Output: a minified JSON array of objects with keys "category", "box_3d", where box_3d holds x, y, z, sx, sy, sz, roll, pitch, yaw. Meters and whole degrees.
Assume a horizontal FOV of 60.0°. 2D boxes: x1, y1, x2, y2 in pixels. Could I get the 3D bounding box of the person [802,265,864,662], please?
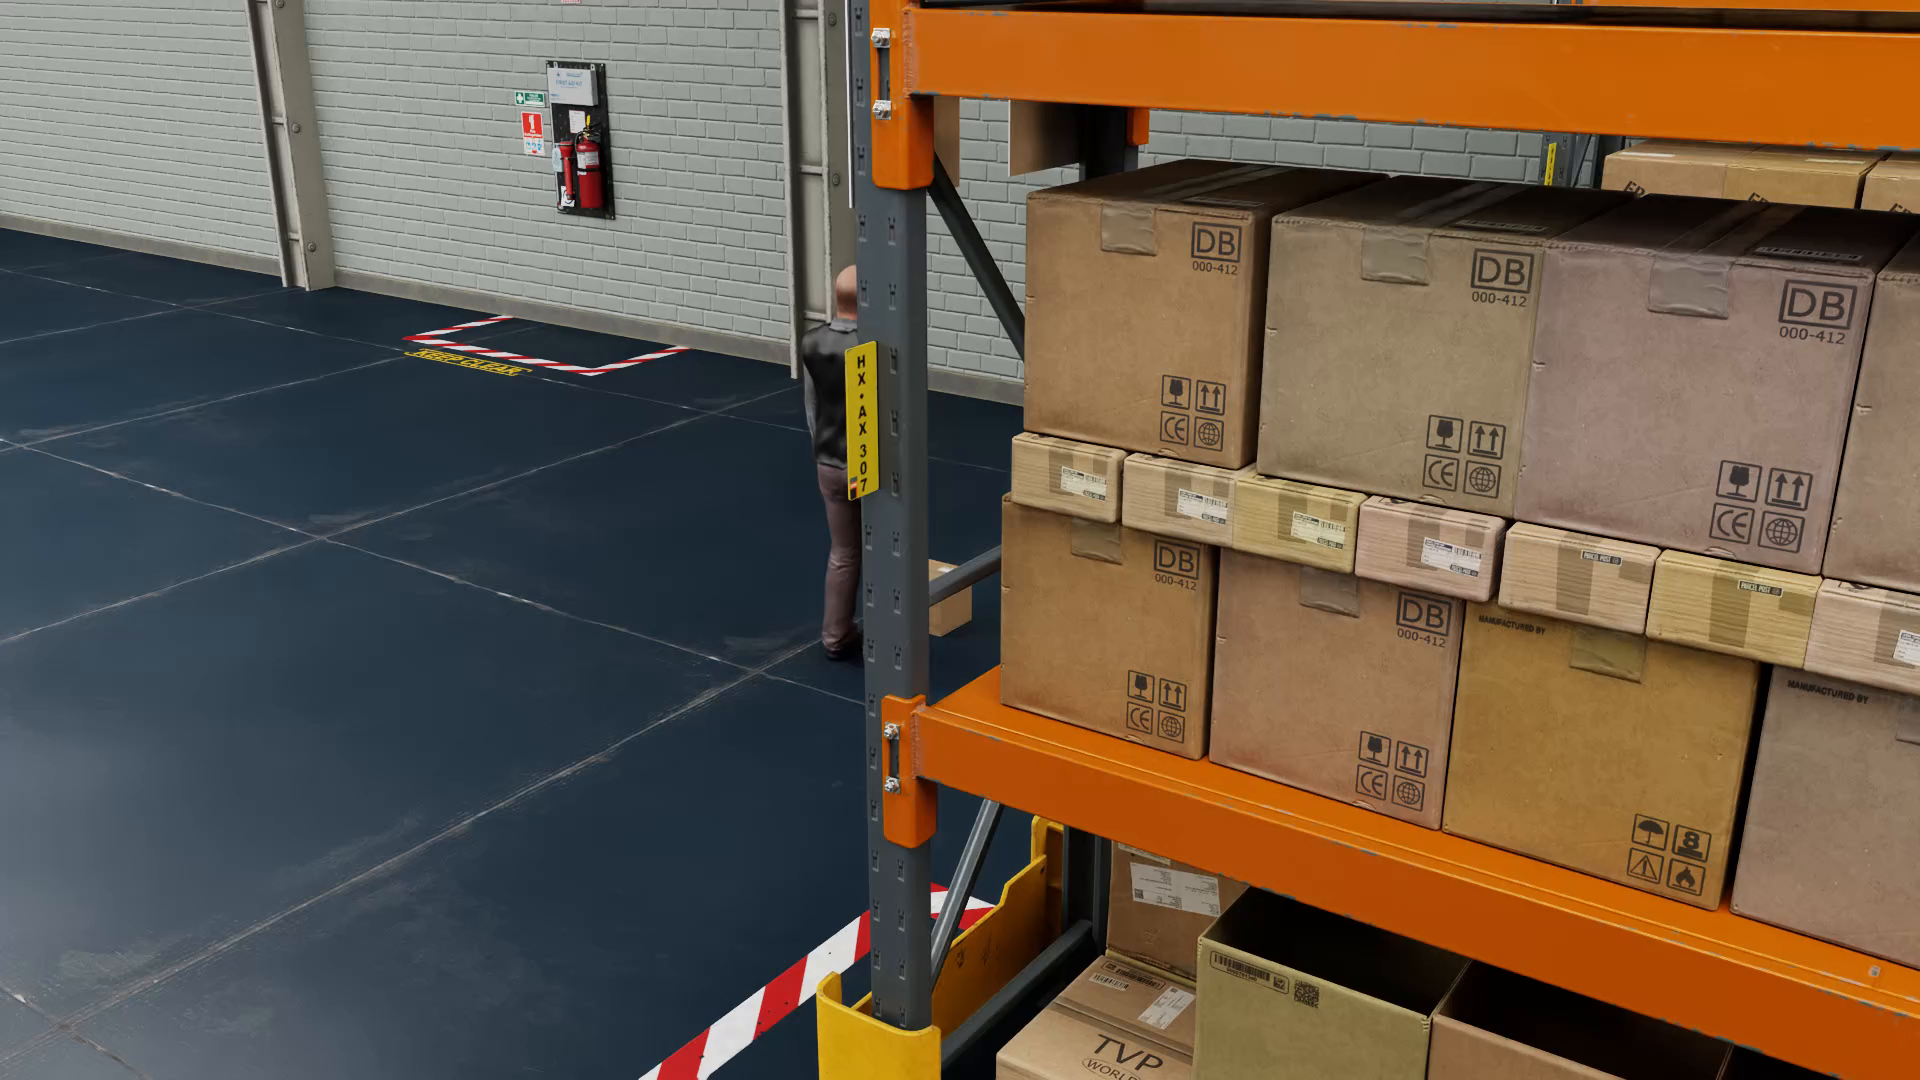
[{"category":"person","box_3d":[-0.414,-0.293,6.953,0.534,1.716,0.355,13,24,33]}]
